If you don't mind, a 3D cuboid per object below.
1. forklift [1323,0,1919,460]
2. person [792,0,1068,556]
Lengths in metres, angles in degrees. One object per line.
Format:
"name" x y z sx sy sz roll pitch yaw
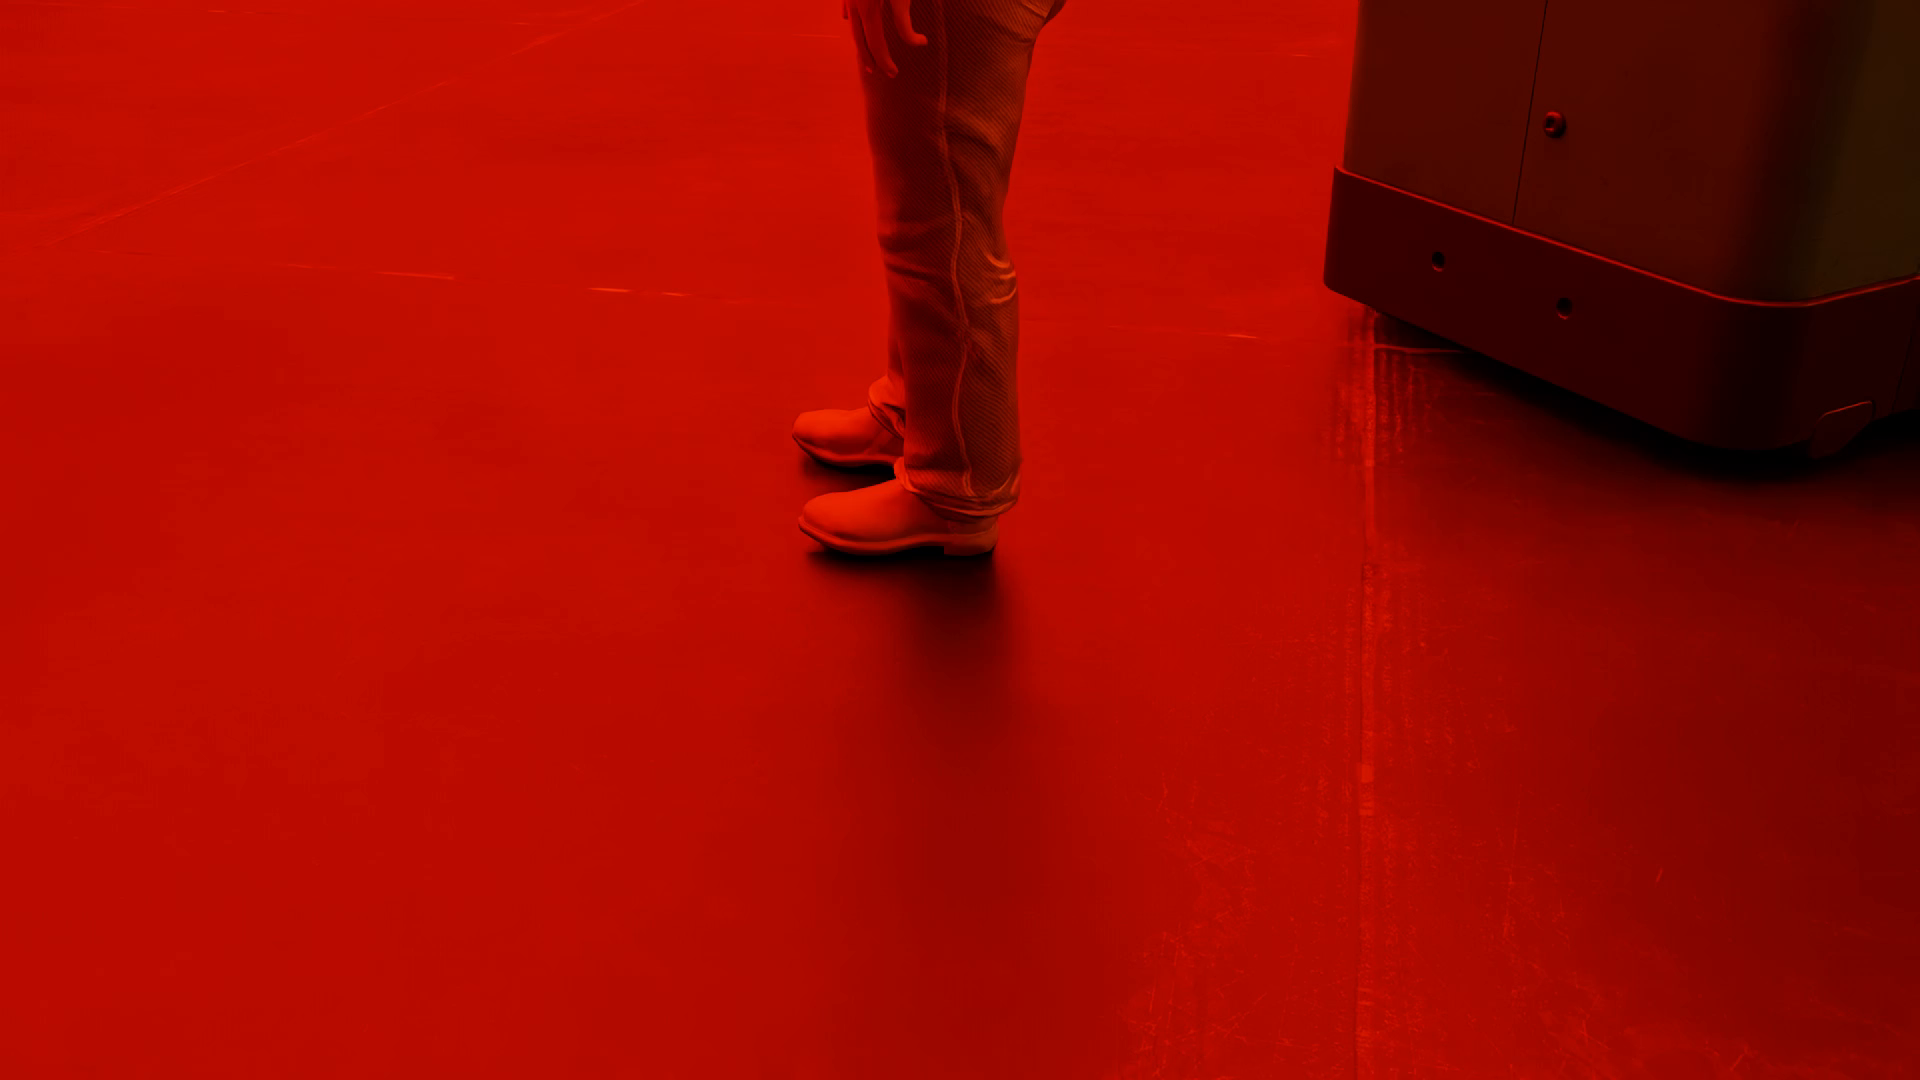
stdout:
"forklift" 2.278 -1.902 3.017 3.031 2.935 1.130 -14 30 -25
"person" -0.060 -0.808 2.116 0.566 1.775 0.634 6 27 11
